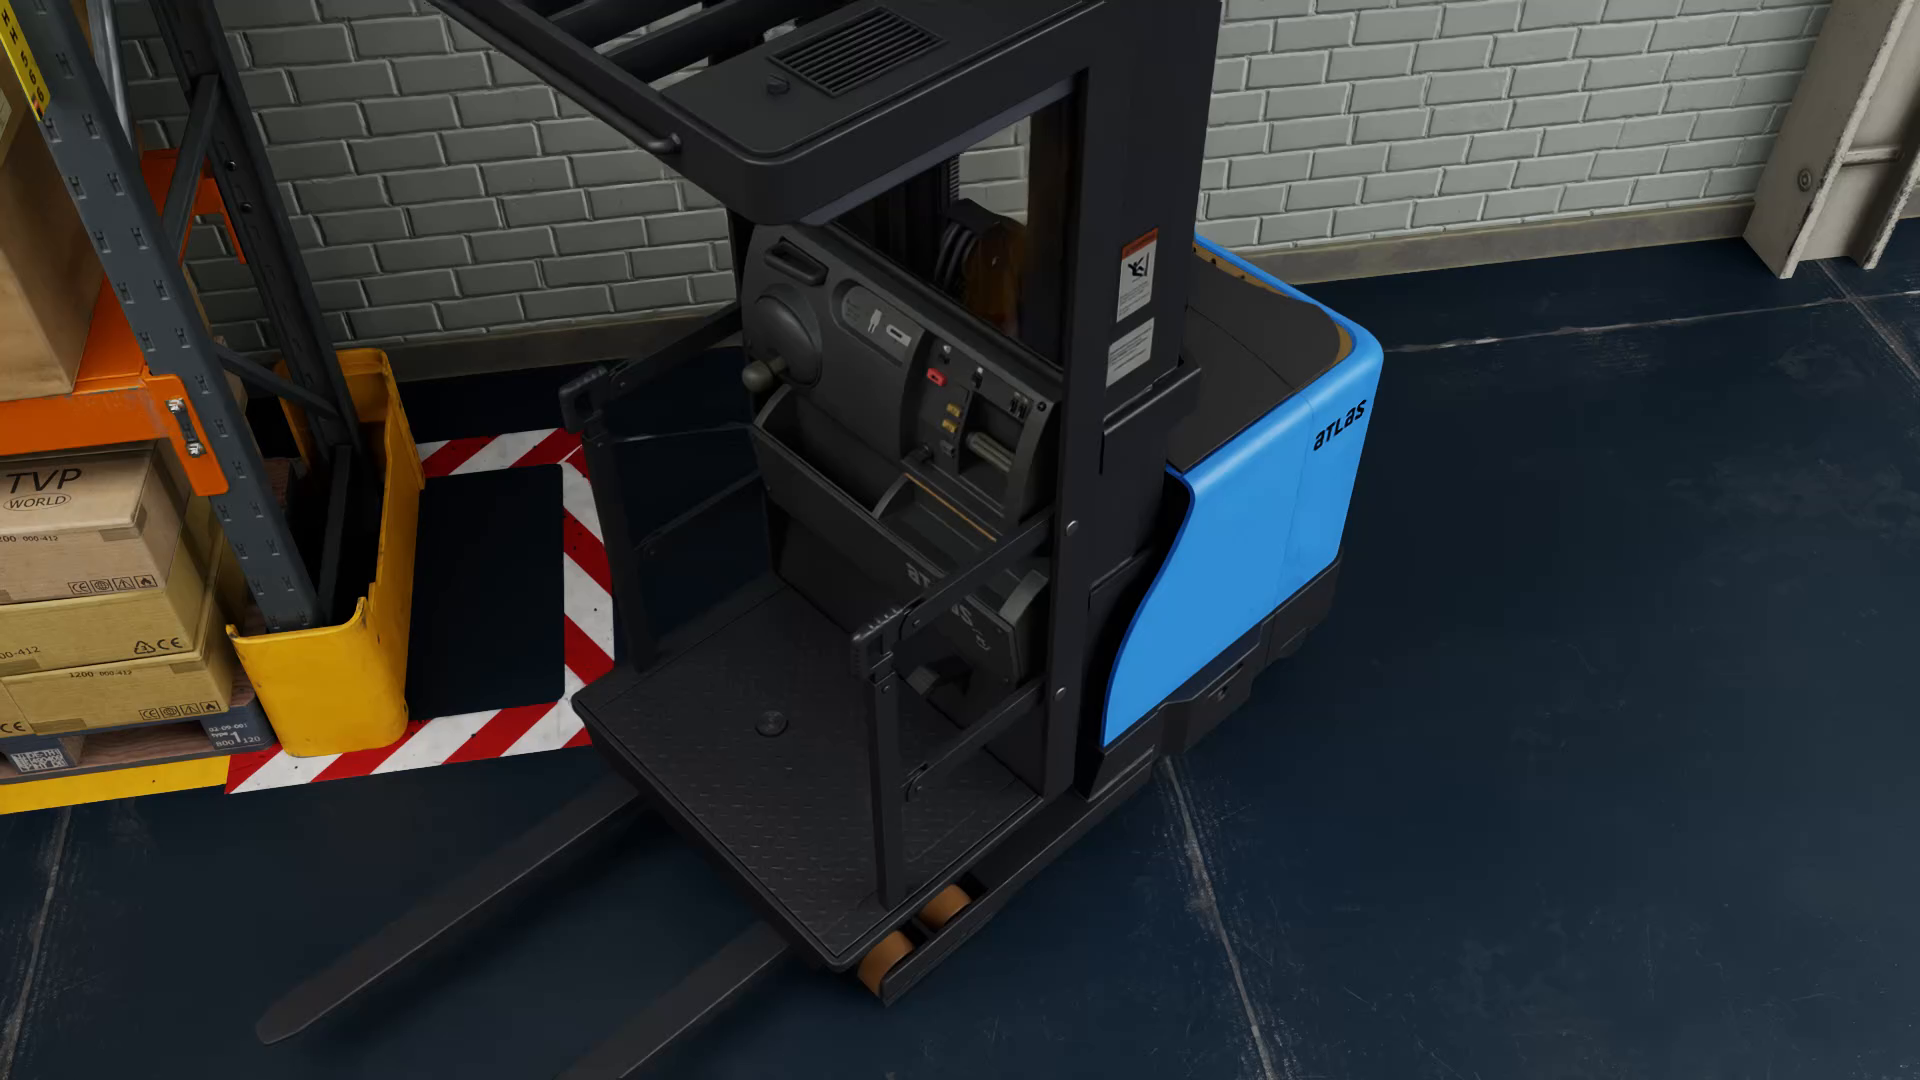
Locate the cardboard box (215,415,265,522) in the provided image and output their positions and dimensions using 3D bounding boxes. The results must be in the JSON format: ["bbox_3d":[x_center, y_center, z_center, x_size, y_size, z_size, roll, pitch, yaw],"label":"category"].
[{"bbox_3d":[-2.375,-0.125,4.906,0.500,0.250,0.500,-7,46,-7],"label":"cardboard box"}]

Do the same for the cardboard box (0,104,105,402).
[{"bbox_3d":[-2.298,-0.643,3.717,0.500,0.500,0.500,-8,47,-8],"label":"cardboard box"}]

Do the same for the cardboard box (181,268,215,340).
[{"bbox_3d":[-2.363,-0.469,4.542,0.500,0.250,0.500,-8,47,-7],"label":"cardboard box"}]

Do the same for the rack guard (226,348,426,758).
[{"bbox_3d":[-1.834,0.009,4.894,0.348,0.500,1.175,-7,46,-7],"label":"rack guard"}]

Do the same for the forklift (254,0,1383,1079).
[{"bbox_3d":[-0.310,-0.306,3.509,3.031,2.935,1.130,-34,55,-29],"label":"forklift"}]

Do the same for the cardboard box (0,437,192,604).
[{"bbox_3d":[-2.258,-0.116,4.202,0.500,0.250,0.500,-6,46,-5],"label":"cardboard box"}]

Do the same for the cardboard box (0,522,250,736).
[{"bbox_3d":[-2.267,0.235,4.558,0.500,0.250,0.500,-7,46,-7],"label":"cardboard box"}]

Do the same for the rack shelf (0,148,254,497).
[{"bbox_3d":[-3.828,-0.360,4.013,4.000,0.370,1.077,-7,46,-7],"label":"rack shelf"}]

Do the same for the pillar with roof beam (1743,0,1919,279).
[{"bbox_3d":[3.949,-1.173,0.131,0.400,9.000,9.100,-7,46,-7],"label":"pillar with roof beam"}]

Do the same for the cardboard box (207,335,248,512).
[{"bbox_3d":[-2.356,-0.310,4.736,0.500,0.250,0.500,-6,46,-6],"label":"cardboard box"}]

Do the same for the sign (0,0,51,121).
[{"bbox_3d":[-1.779,-0.952,3.116,0.005,0.325,0.100,-7,46,-7],"label":"sign"}]

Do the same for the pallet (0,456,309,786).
[{"bbox_3d":[-2.604,0.236,4.876,1.213,0.211,1.003,-7,46,-7],"label":"pallet"}]

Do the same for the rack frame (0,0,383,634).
[{"bbox_3d":[-1.858,-0.855,3.991,0.127,3.000,1.000,-7,46,-7],"label":"rack frame"}]

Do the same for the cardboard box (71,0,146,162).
[{"bbox_3d":[-2.393,-1.026,4.086,0.500,0.500,0.500,-6,46,-5],"label":"cardboard box"}]

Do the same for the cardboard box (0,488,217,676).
[{"bbox_3d":[-2.284,0.061,4.379,0.500,0.250,0.500,-8,47,-7],"label":"cardboard box"}]

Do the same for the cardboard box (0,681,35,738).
[{"bbox_3d":[-2.758,0.289,4.506,0.500,0.250,0.500,-7,46,-7],"label":"cardboard box"}]

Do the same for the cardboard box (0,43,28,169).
[{"bbox_3d":[-2.151,-0.874,3.489,0.250,0.149,0.380,-6,46,-6],"label":"cardboard box"}]
